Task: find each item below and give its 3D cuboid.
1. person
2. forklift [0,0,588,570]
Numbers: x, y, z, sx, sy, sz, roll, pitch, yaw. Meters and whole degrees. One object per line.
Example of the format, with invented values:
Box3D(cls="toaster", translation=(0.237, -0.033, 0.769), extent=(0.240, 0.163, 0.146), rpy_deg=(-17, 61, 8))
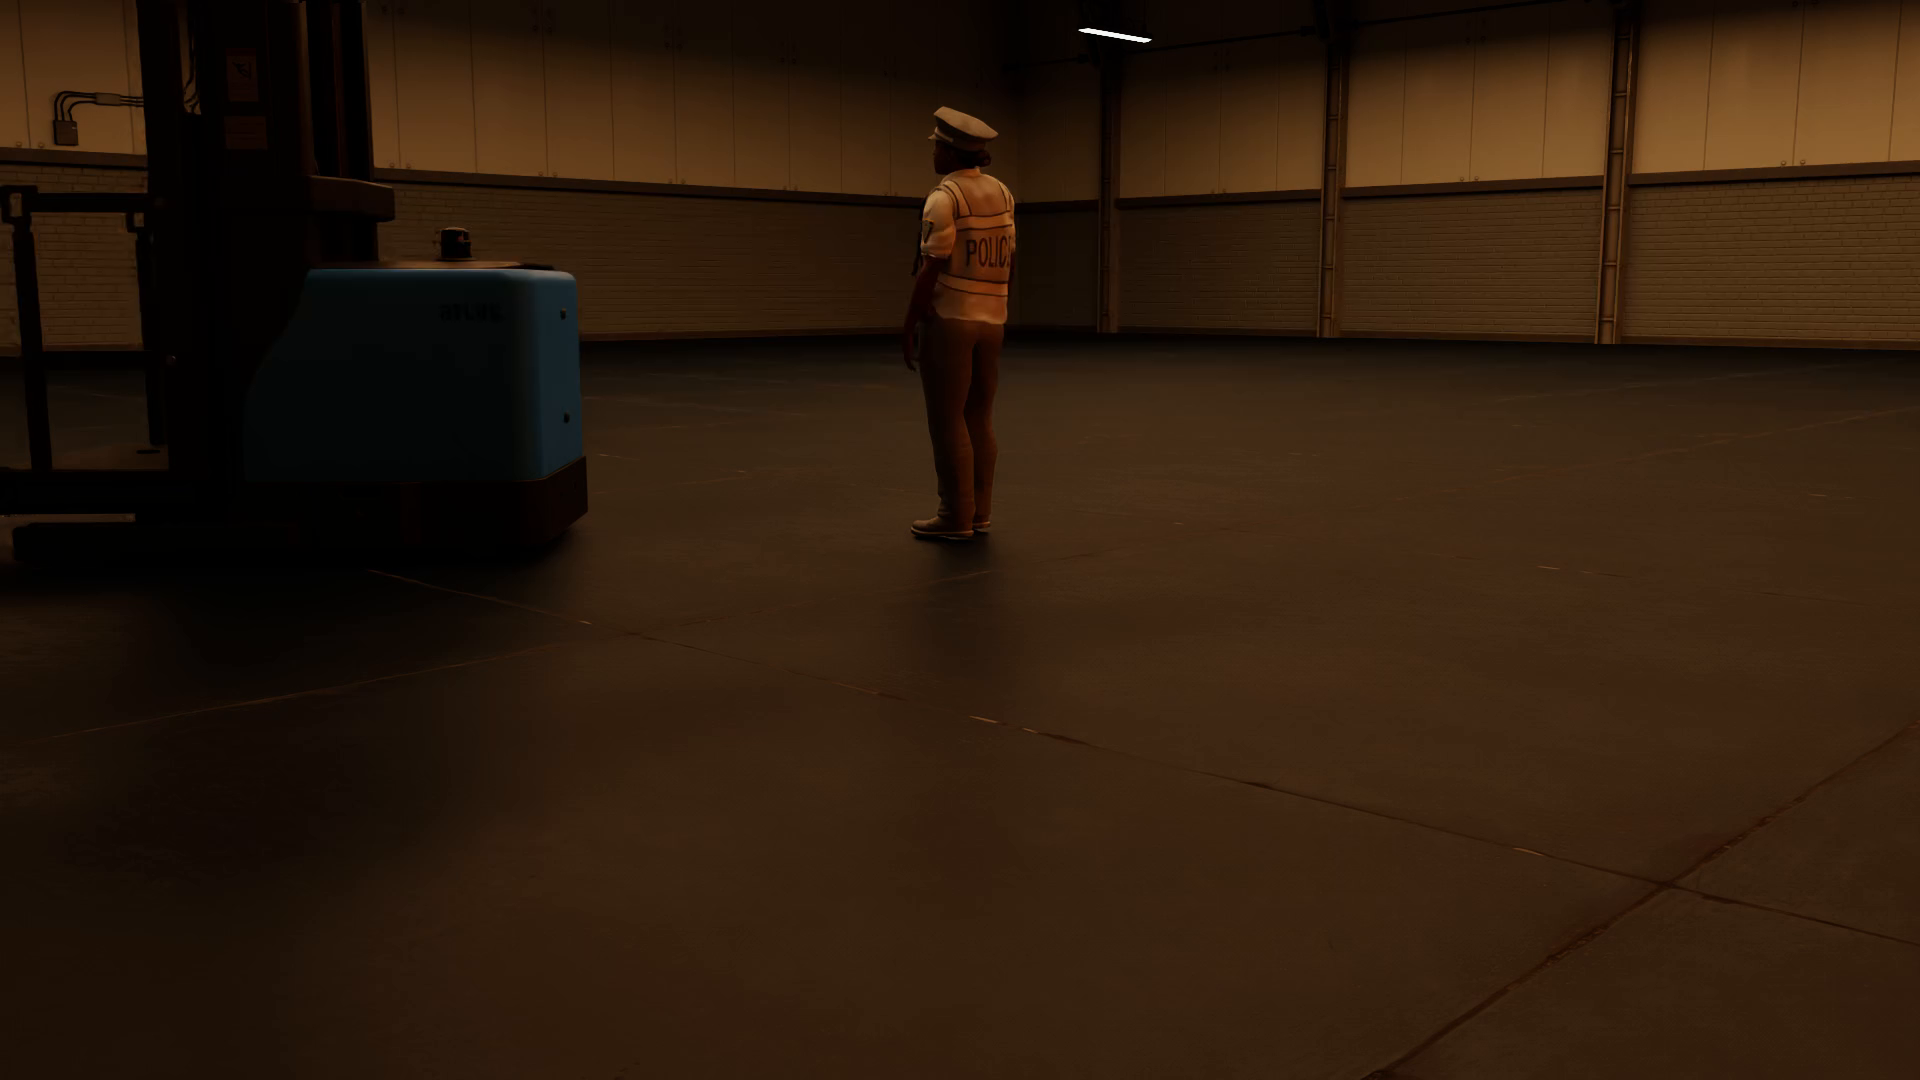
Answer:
Box3D(cls="person", translation=(-0.040, -0.855, 6.656), extent=(0.529, 1.694, 0.569), rpy_deg=(8, 12, 43))
Box3D(cls="forklift", translation=(-3.064, -1.423, 6.321), extent=(3.031, 2.935, 1.130), rpy_deg=(0, 9, -3))
